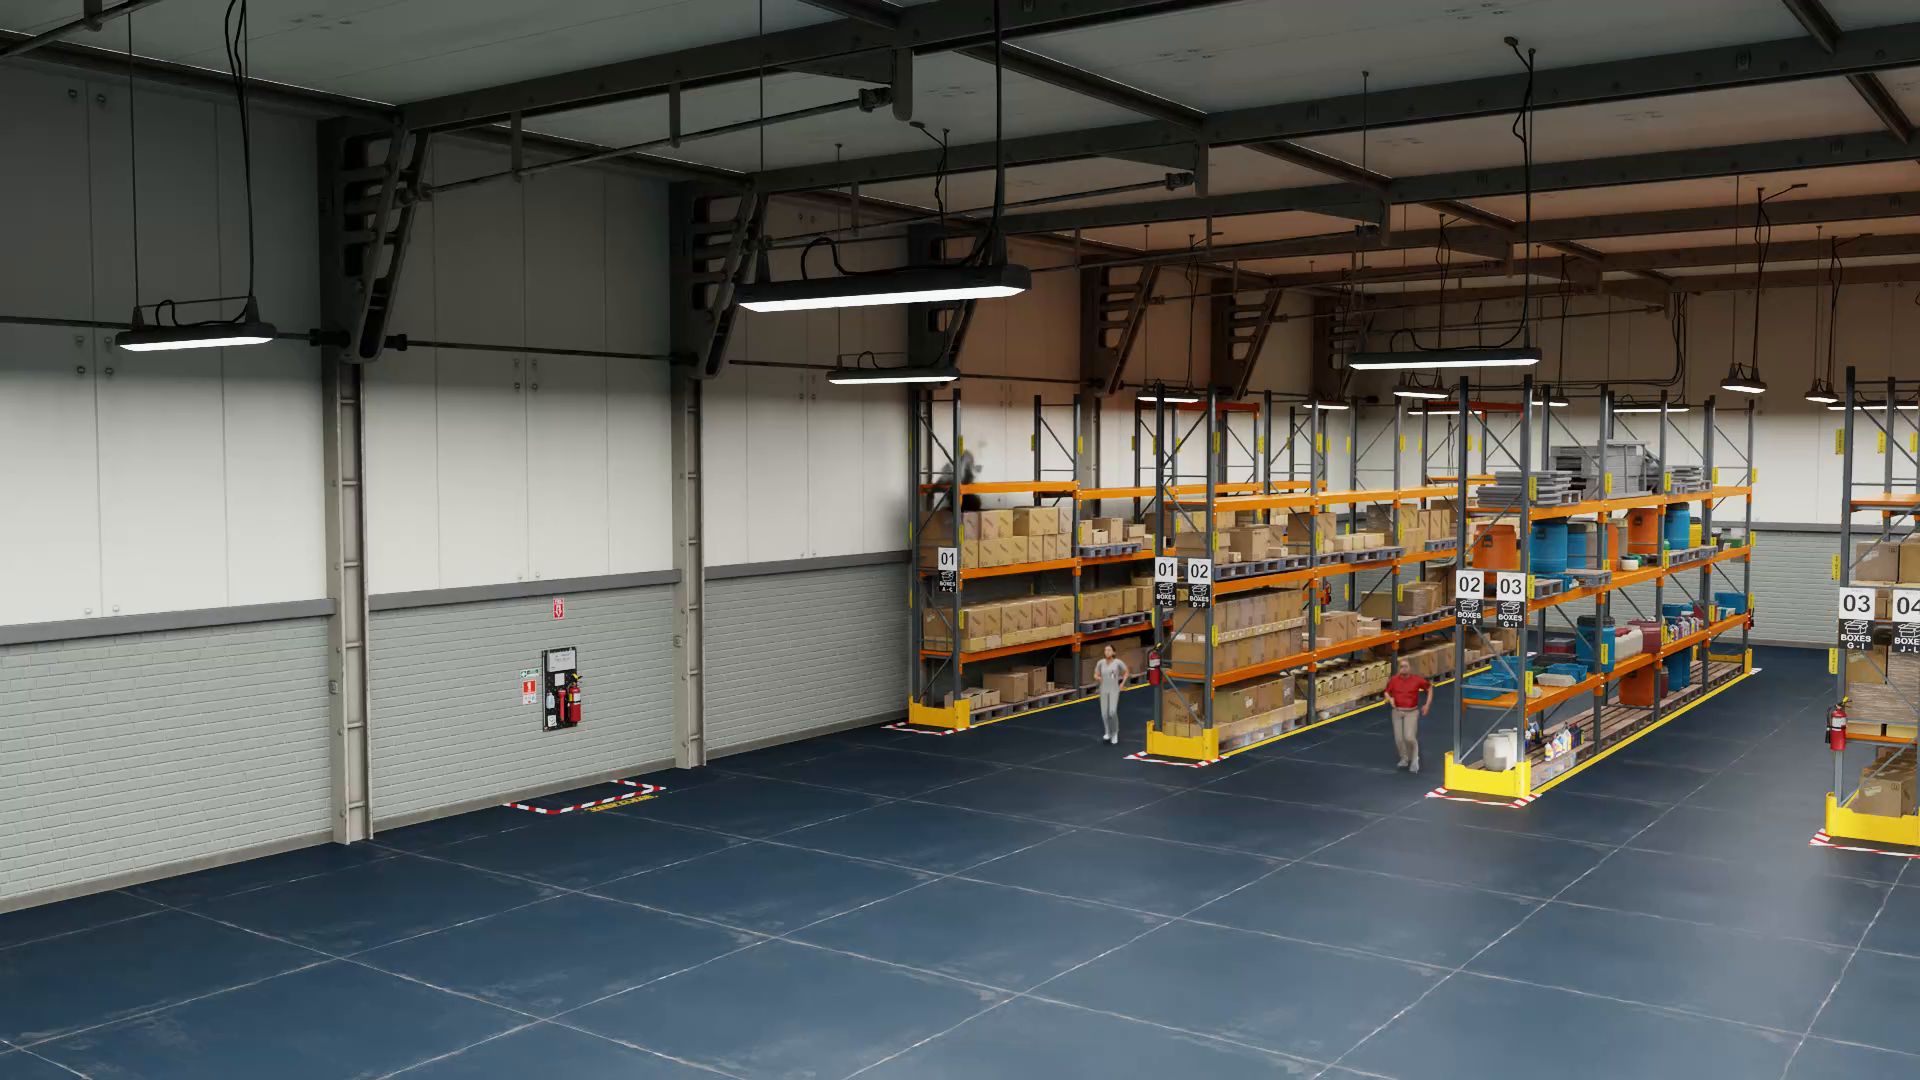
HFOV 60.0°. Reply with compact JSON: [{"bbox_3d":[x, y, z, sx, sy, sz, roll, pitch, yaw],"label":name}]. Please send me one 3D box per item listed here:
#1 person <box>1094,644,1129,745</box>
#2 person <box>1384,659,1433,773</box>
[{"bbox_3d":[2.514,2.589,27.875,0.565,1.703,0.648,1,3,20],"label":"person"},{"bbox_3d":[6.832,2.711,25.479,0.693,1.760,0.690,2,4,30],"label":"person"}]
